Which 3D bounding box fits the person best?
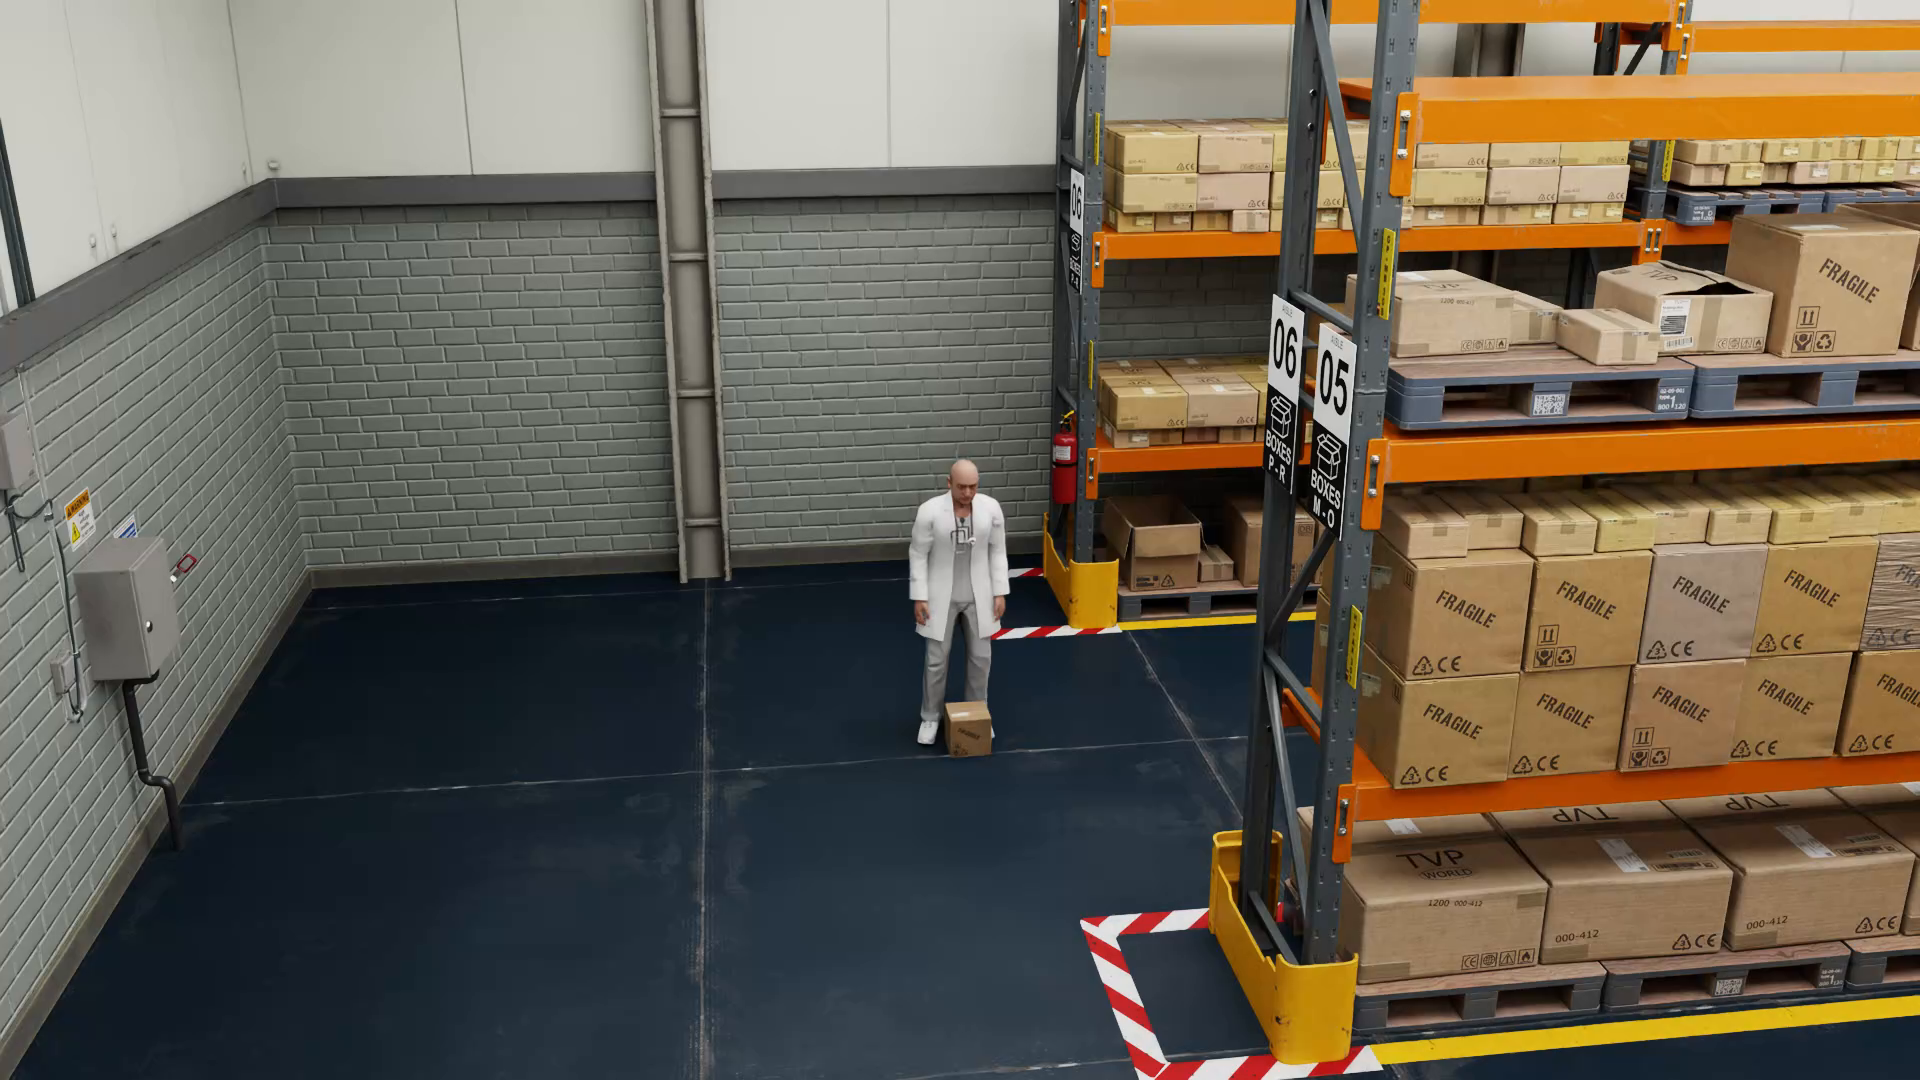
[{"bbox_3d":[-0.003,0.354,10.100,0.622,1.769,0.426,-3,20,-10],"label":"person"}]
